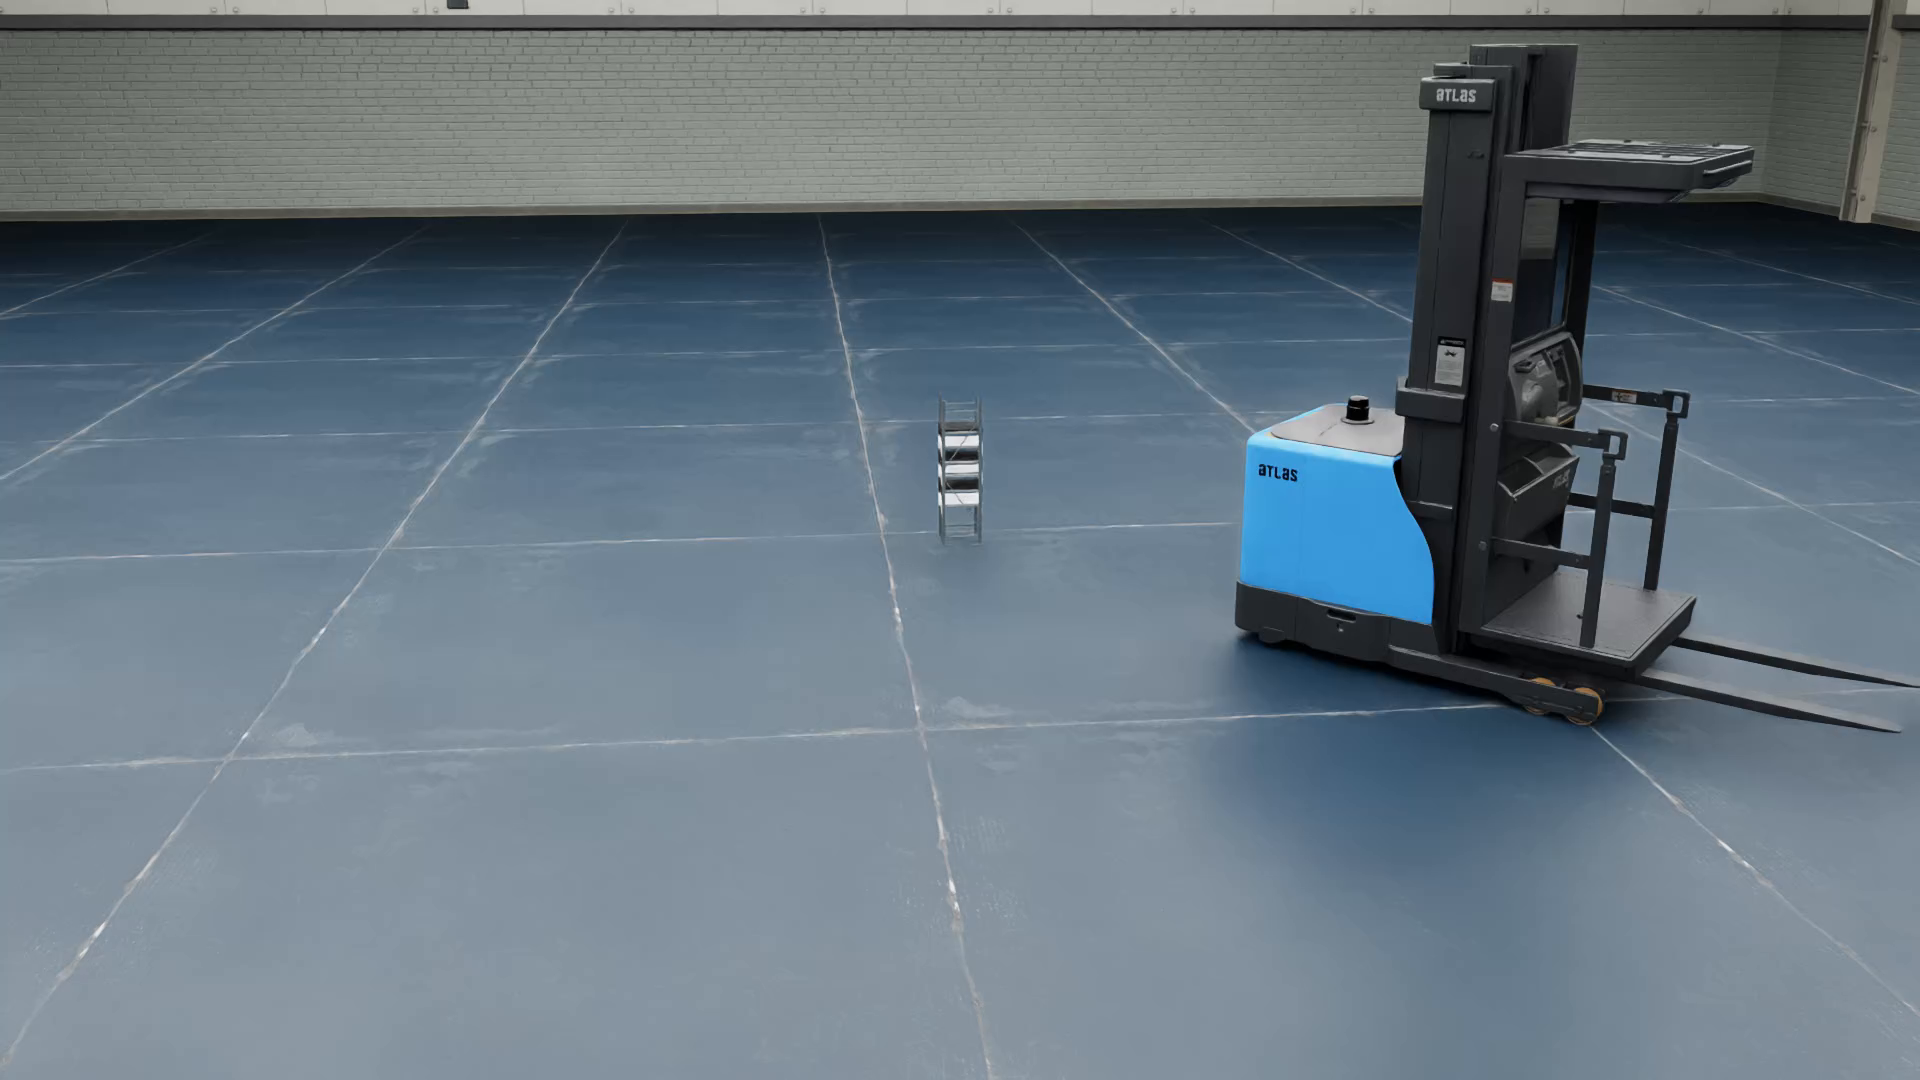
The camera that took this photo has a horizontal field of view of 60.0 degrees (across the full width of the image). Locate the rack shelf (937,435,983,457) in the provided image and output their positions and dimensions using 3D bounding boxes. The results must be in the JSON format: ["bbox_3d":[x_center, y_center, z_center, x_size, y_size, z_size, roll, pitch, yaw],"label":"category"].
[{"bbox_3d":[0.001,-0.567,9.991,0.258,0.077,0.200,-2,18,-6],"label":"rack shelf"}]

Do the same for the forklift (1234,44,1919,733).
[{"bbox_3d":[2.895,-0.742,7.648,3.031,2.935,1.130,13,21,35],"label":"forklift"}]

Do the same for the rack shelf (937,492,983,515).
[{"bbox_3d":[0.001,-0.223,10.098,0.258,0.077,0.200,-2,18,-6],"label":"rack shelf"}]

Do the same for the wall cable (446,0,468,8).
[{"bbox_3d":[-6.807,-11.159,25.021,2.305,6.003,0.169,-2,18,-6],"label":"wall cable"}]

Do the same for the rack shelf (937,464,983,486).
[{"bbox_3d":[0.001,-0.395,10.045,0.258,0.077,0.200,-2,18,-6],"label":"rack shelf"}]

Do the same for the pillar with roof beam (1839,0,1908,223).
[{"bbox_3d":[9.787,-9.170,24.361,9.100,9.000,0.400,-2,18,-6],"label":"pillar with roof beam"}]

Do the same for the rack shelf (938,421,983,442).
[{"bbox_3d":[0.001,-0.653,9.964,0.258,0.077,0.200,-2,18,-6],"label":"rack shelf"}]

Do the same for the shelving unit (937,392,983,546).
[{"bbox_3d":[0.001,-0.427,10.035,0.258,0.900,0.210,-2,18,-6],"label":"shelving unit"}]

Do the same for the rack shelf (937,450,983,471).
[{"bbox_3d":[0.001,-0.481,10.018,0.258,0.077,0.200,-2,18,-6],"label":"rack shelf"}]

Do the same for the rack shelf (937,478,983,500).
[{"bbox_3d":[0.001,-0.309,10.072,0.258,0.077,0.200,-2,18,-6],"label":"rack shelf"}]

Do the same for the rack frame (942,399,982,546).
[{"bbox_3d":[0.011,-0.397,9.938,0.240,0.900,0.006,-2,18,-6],"label":"rack frame"}]

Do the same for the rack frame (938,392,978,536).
[{"bbox_3d":[-0.010,-0.457,10.131,0.240,0.900,0.006,-2,18,-6],"label":"rack frame"}]
